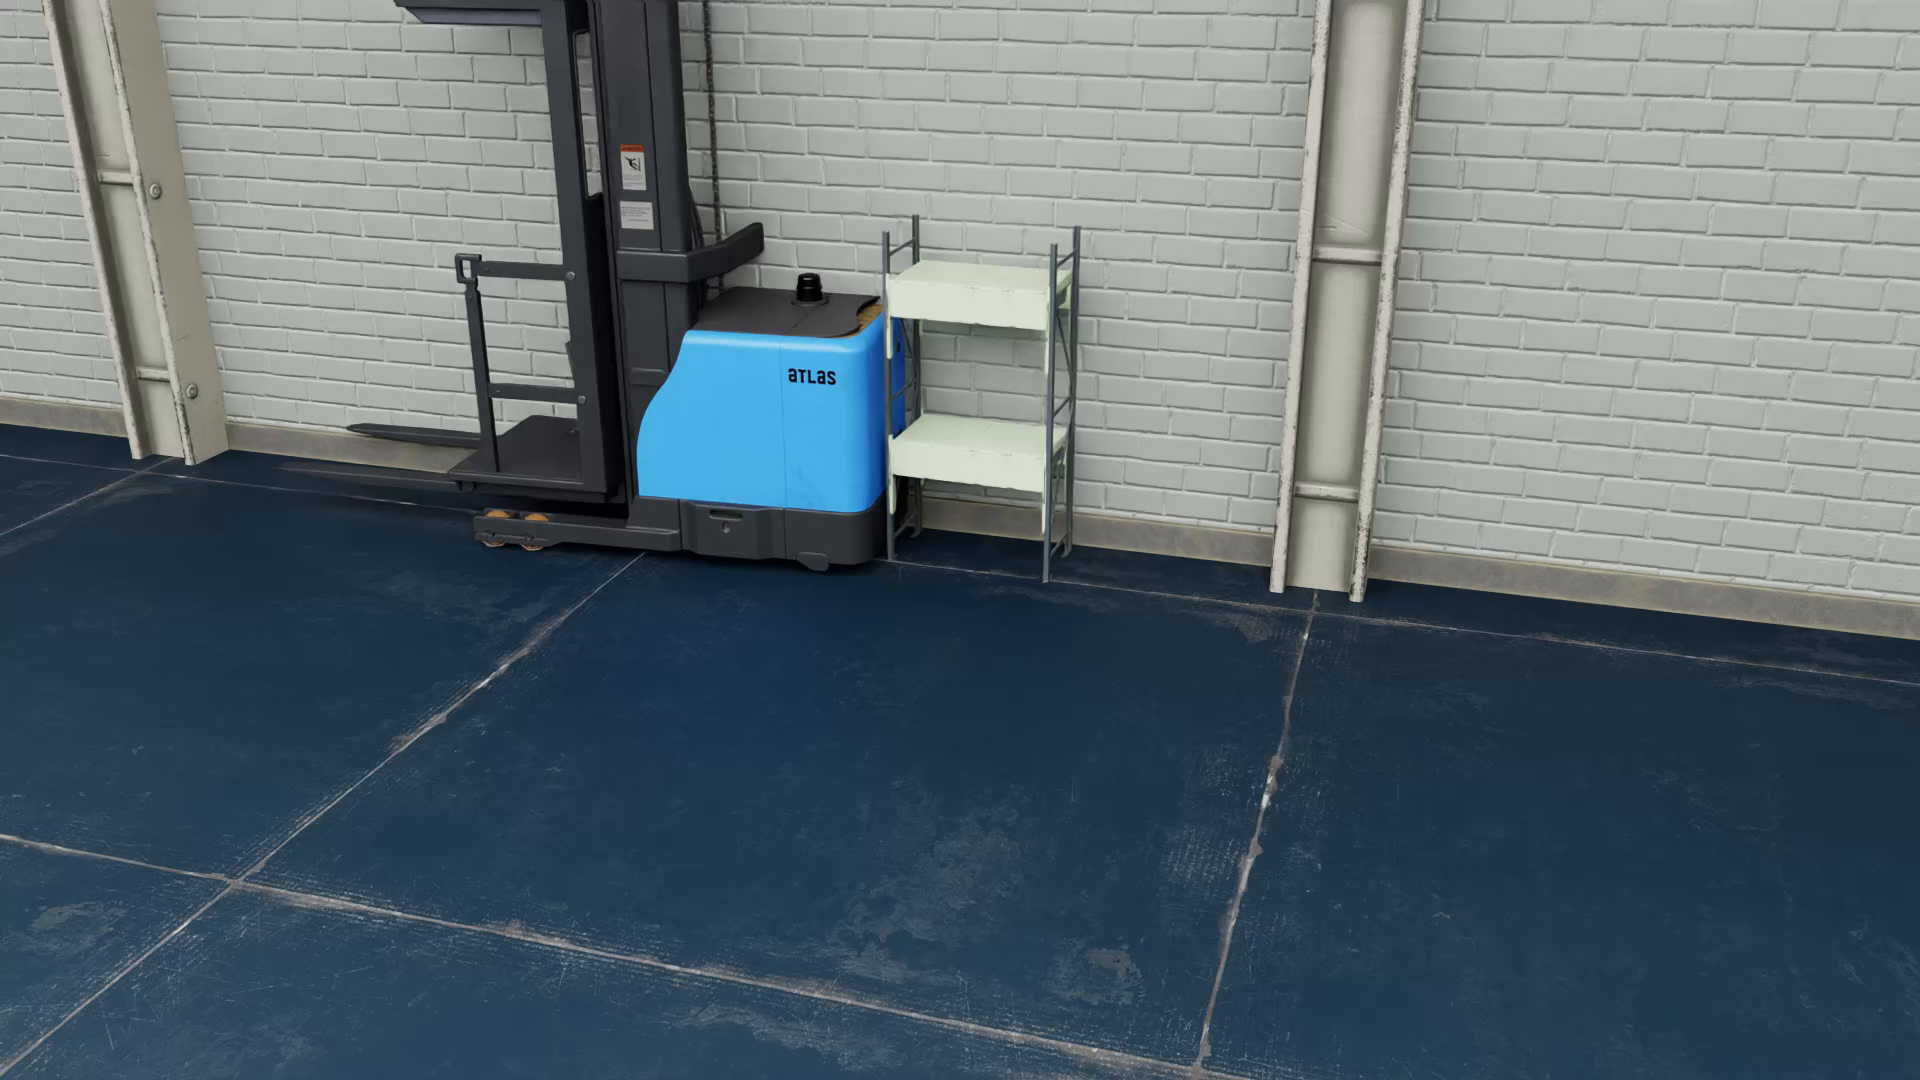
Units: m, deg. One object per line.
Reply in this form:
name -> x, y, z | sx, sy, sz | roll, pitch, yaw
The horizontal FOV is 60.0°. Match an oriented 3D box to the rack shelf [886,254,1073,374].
rack shelf -> 0.093, -0.981, 7.157 | 0.720, 0.370, 0.431 | 7, 23, 17

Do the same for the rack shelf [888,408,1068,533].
rack shelf -> 0.093, -0.318, 7.428 | 0.720, 0.370, 0.431 | 7, 23, 17

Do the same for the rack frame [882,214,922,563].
rack frame -> -0.254, -0.664, 7.413 | 0.023, 1.500, 0.400 | 7, 23, 17

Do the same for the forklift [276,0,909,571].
forklift -> -1.761, -1.494, 7.551 | 3.031, 2.935, 1.130 | 5, 23, 12

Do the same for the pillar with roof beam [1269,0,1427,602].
pillar with roof beam -> 0.336, -2.410, 1.788 | 0.400, 9.000, 9.100 | 7, 23, 16

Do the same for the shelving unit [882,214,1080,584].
shelving unit -> 0.093, -0.620, 7.305 | 0.755, 1.500, 0.431 | 7, 23, 17

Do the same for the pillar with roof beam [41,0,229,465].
pillar with roof beam -> -5.408, -3.068, 3.391 | 0.400, 9.000, 9.100 | 7, 23, 16

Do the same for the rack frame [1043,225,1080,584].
rack frame -> 0.440, -0.575, 7.196 | 0.023, 1.500, 0.400 | 7, 23, 17
